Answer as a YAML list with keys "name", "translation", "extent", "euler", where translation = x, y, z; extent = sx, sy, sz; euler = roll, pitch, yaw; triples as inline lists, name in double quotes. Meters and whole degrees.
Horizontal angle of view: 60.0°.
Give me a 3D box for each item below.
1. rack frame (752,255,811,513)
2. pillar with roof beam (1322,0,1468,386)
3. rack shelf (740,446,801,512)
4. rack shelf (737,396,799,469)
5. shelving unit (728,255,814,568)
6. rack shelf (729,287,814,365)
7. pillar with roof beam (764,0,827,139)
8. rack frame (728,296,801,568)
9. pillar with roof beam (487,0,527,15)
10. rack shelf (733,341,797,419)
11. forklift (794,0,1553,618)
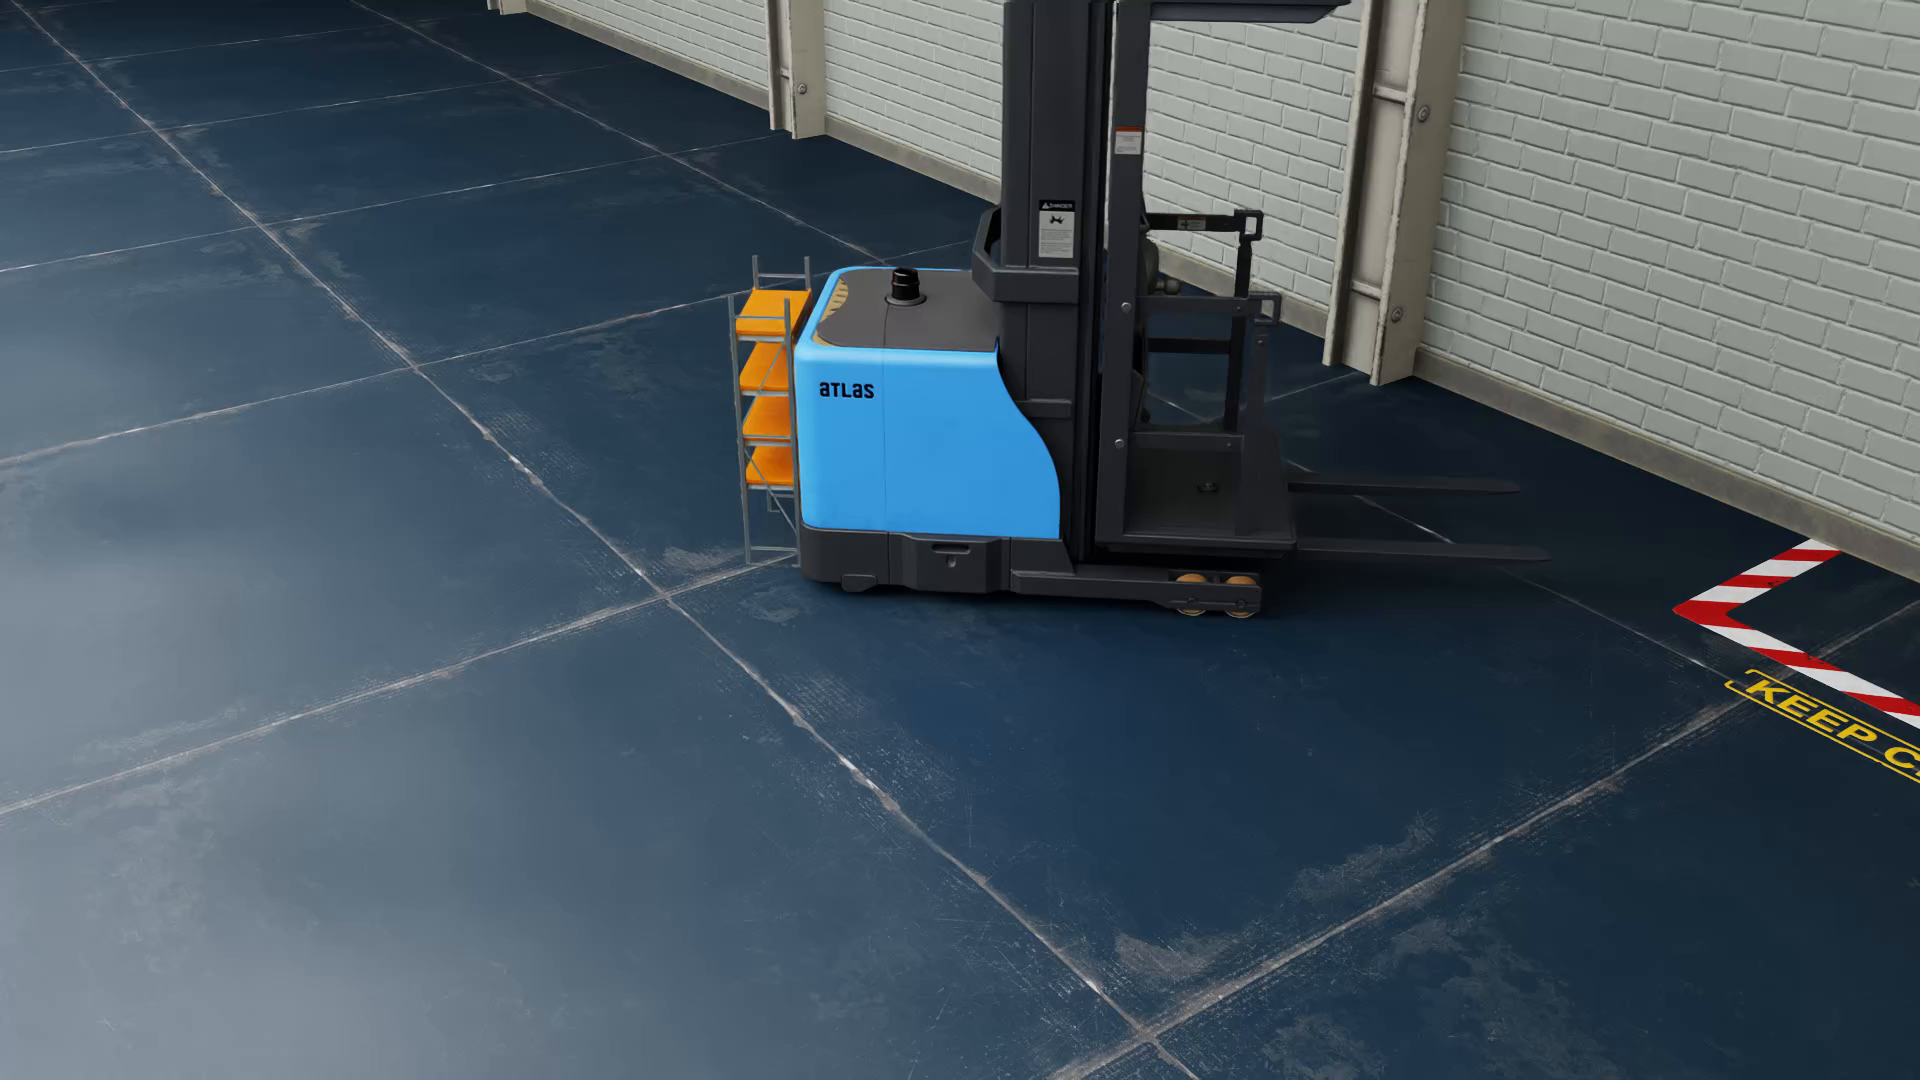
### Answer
- name: "rack frame"
  translation: [-0.743, -0.650, 7.189]
  extent: [0.240, 1.200, 0.015]
  euler: [2, 29, 4]
- name: "pillar with roof beam"
  translation: [-1.306, -3.689, 4.613]
  extent: [9.100, 9.000, 0.400]
  euler: [-19, 34, -31]
- name: "rack shelf"
  translation: [-0.764, -0.300, 7.103]
  extent: [0.258, 0.148, 0.480]
  euler: [2, 29, 4]
- name: "rack shelf"
  translation: [-0.764, -0.475, 7.008]
  extent: [0.258, 0.148, 0.480]
  euler: [2, 29, 4]
- name: "shelving unit"
  translation: [-0.764, -0.534, 6.976]
  extent: [0.258, 1.200, 0.503]
  euler: [2, 29, 4]
- name: "rack shelf"
  translation: [-0.764, -0.879, 6.788]
  extent: [0.258, 0.148, 0.480]
  euler: [2, 29, 4]
- name: "pillar with roof beam"
  translation: [-4.786, -6.021, 8.908]
  extent: [9.100, 9.000, 0.400]
  euler: [-19, 34, -31]
- name: "rack frame"
  translation: [-0.784, -0.418, 6.762]
  extent: [0.240, 1.200, 0.015]
  euler: [2, 29, 4]
- name: "pillar with roof beam"
  translation: [-8.266, -8.354, 13.203]
  extent: [9.100, 9.000, 0.400]
  euler: [-19, 34, -31]
- name: "rack shelf"
  translation: [-0.764, -0.671, 6.901]
  extent: [0.258, 0.148, 0.480]
  euler: [2, 29, 4]
- name: "forklift"
  translation: [0.892, -1.241, 6.464]
  extent: [3.031, 2.935, 1.130]
  euler: [3, 29, 5]
